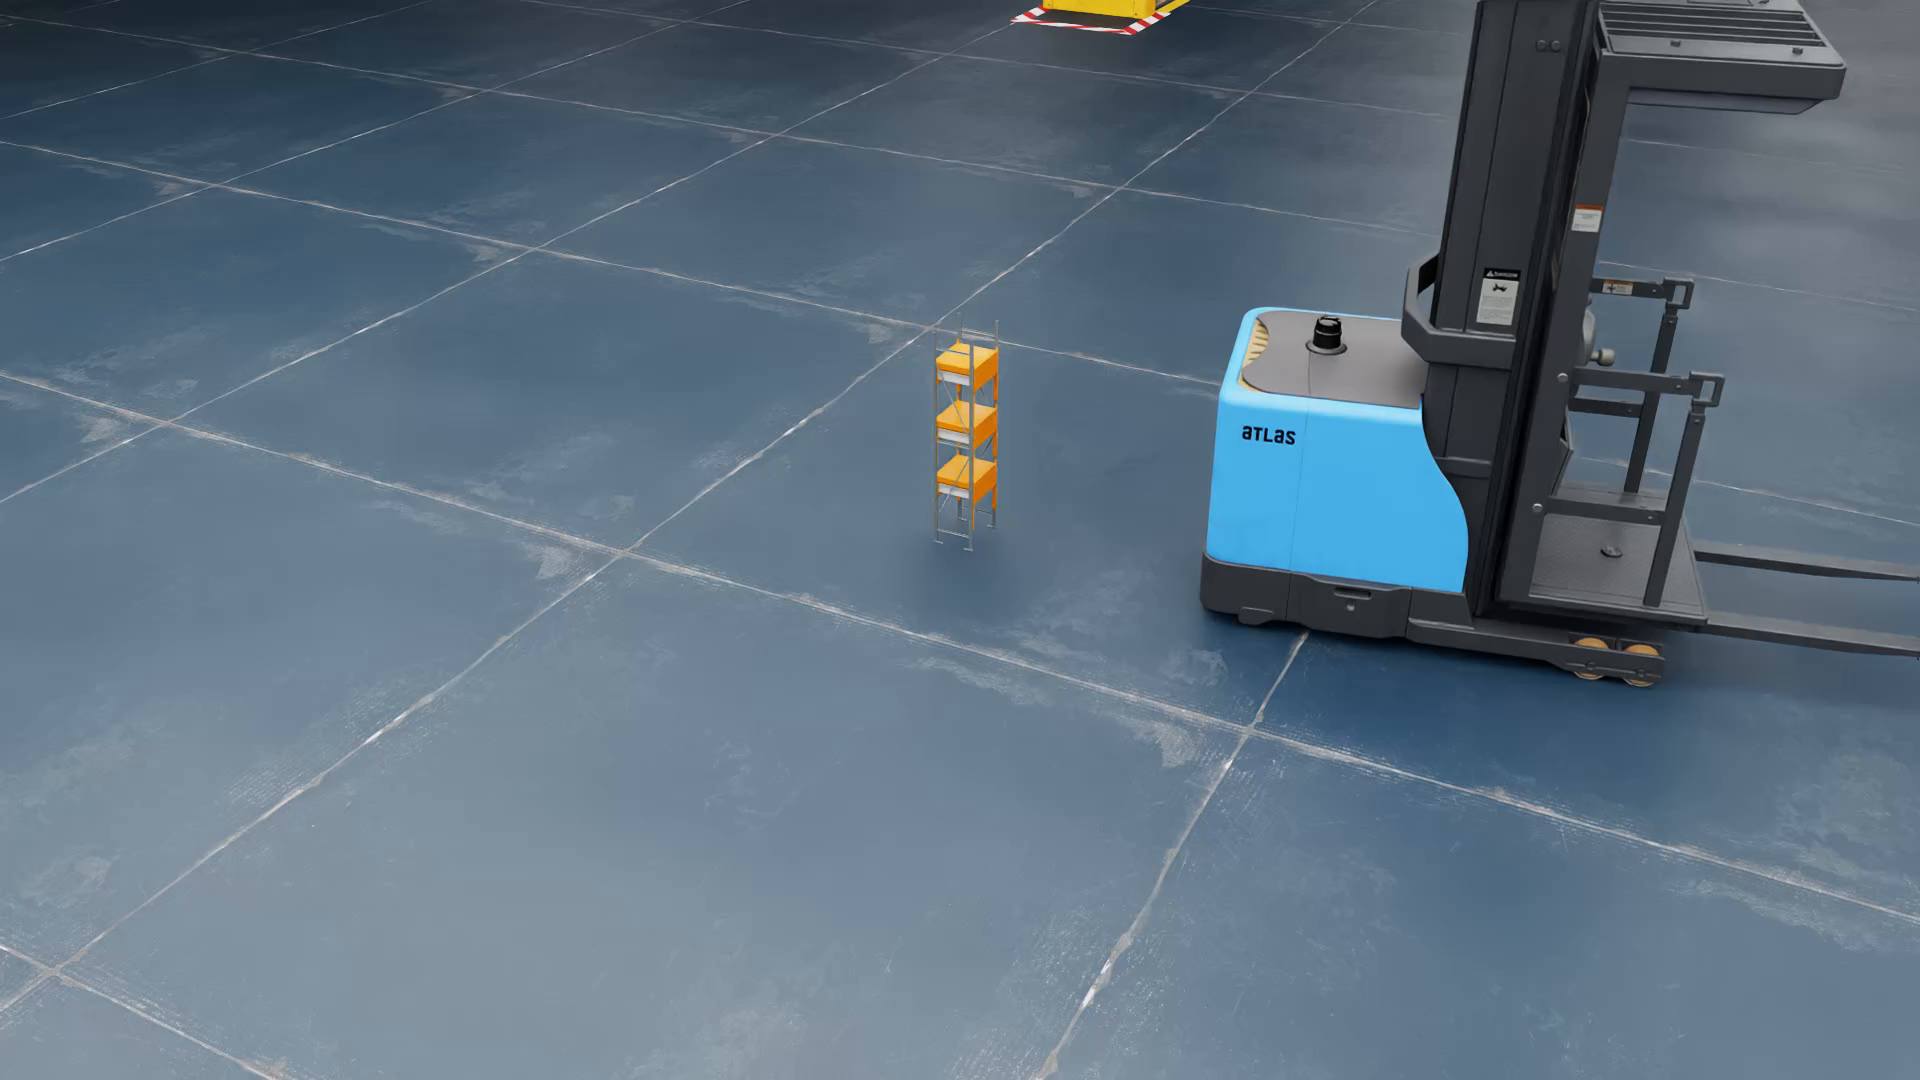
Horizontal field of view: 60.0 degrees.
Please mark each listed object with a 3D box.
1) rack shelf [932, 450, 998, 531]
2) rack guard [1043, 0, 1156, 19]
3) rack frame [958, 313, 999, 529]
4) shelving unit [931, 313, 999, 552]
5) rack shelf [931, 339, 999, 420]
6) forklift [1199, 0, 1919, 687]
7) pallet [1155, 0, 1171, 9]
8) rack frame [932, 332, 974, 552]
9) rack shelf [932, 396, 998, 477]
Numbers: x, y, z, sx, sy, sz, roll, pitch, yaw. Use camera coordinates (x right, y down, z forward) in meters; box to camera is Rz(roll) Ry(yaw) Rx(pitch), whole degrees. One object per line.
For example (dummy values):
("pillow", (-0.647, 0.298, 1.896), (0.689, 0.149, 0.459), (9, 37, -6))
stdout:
("rack shelf", (0.024, -0.229, 7.674), (0.215, 0.259, 0.240), (14, 33, 23))
("rack guard", (1.449, -5.762, 17.283), (1.175, 0.500, 0.348), (14, 33, 23))
("rack frame", (0.080, -0.533, 7.624), (0.200, 1.050, 0.008), (14, 33, 23))
("shelving unit", (0.024, -0.479, 7.530), (0.215, 1.050, 0.252), (14, 33, 23))
("rack shelf", (0.024, -0.716, 7.394), (0.215, 0.259, 0.240), (14, 33, 23))
("forklift", (2.605, -0.973, 6.502), (3.031, 2.935, 1.130), (8, 31, 13))
("pallet", (1.824, -5.996, 17.980), (1.003, 0.211, 1.213), (14, 33, 23))
("rack frame", (-0.031, -0.425, 7.436), (0.200, 1.050, 0.008), (14, 33, 23))
("rack shelf", (0.024, -0.470, 7.535), (0.215, 0.259, 0.240), (14, 33, 23))
